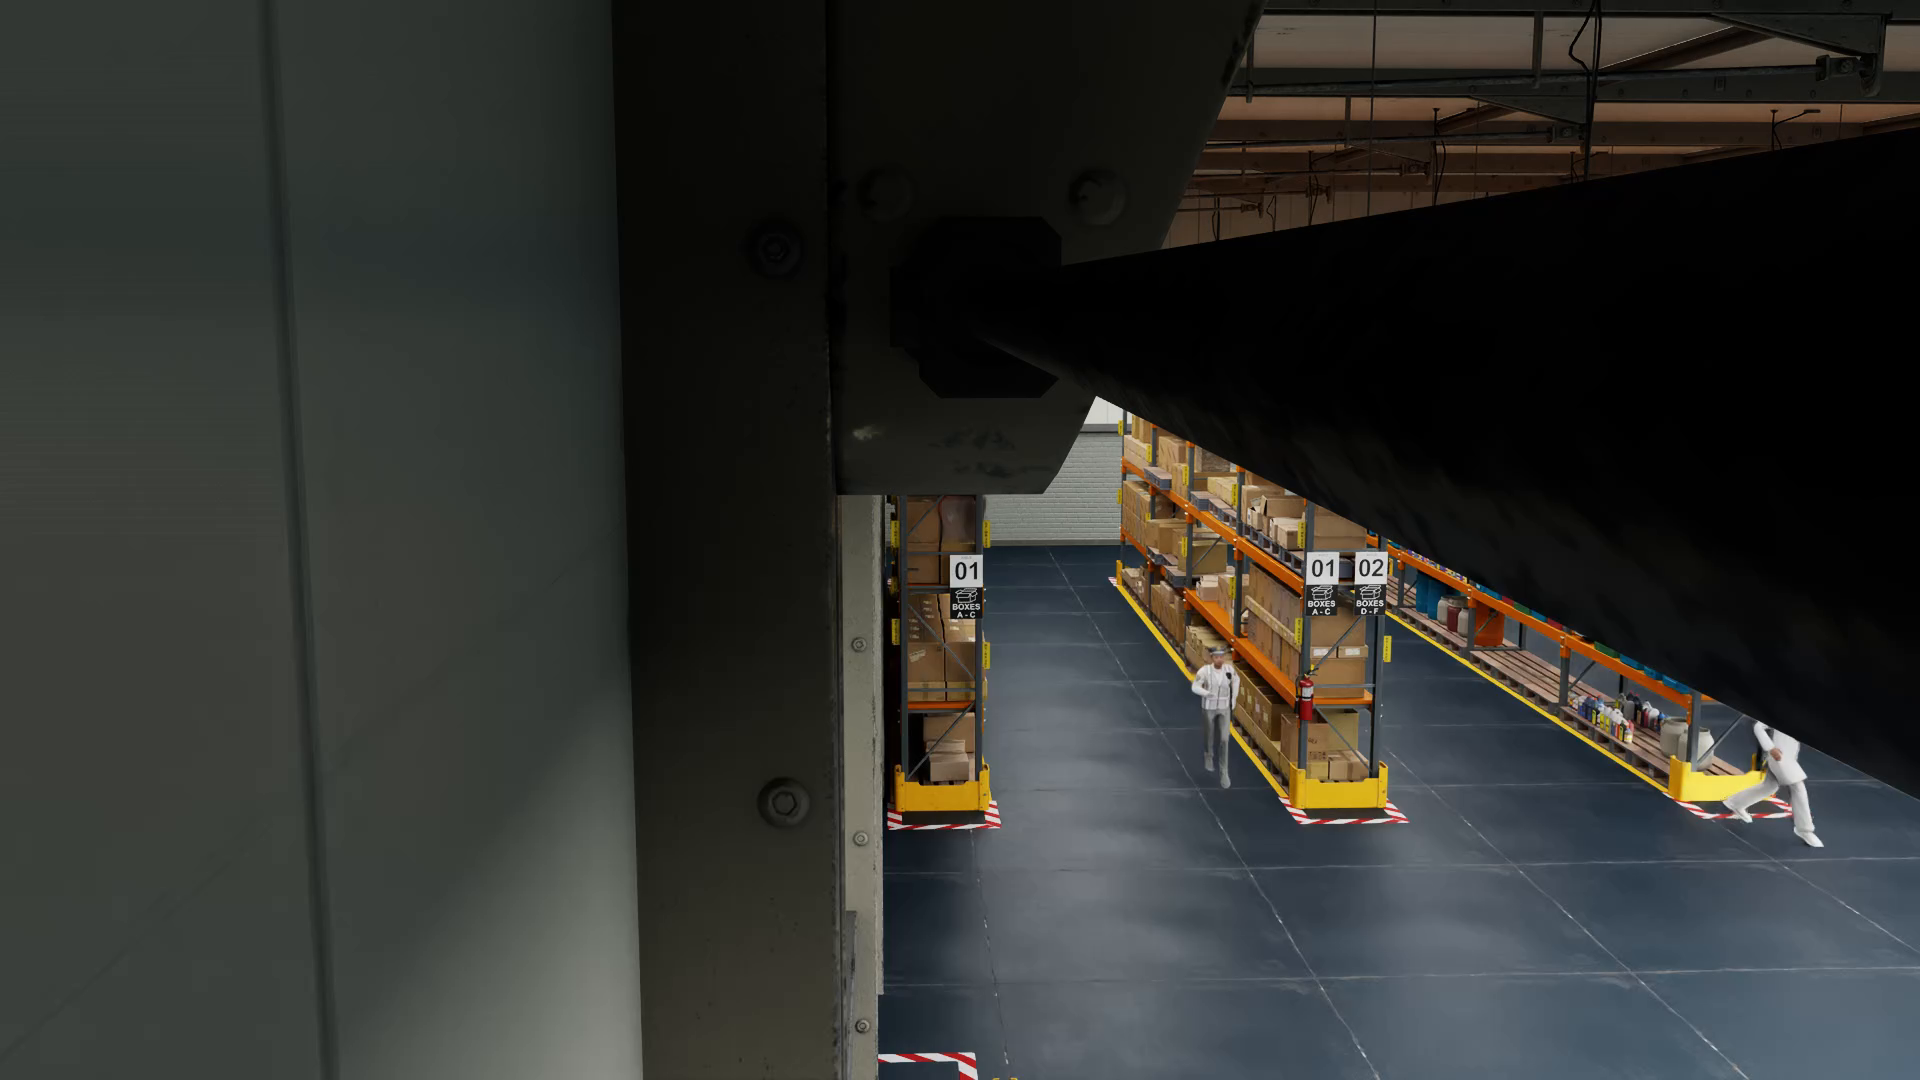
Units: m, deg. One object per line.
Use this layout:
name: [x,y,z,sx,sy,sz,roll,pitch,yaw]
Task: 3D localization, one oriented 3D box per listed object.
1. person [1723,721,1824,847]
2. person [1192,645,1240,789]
person: [9.569,2.617,19.462,1.129,1.836,0.655,6,10,34]
person: [3.218,2.158,20.904,0.635,1.755,0.820,0,8,0]
